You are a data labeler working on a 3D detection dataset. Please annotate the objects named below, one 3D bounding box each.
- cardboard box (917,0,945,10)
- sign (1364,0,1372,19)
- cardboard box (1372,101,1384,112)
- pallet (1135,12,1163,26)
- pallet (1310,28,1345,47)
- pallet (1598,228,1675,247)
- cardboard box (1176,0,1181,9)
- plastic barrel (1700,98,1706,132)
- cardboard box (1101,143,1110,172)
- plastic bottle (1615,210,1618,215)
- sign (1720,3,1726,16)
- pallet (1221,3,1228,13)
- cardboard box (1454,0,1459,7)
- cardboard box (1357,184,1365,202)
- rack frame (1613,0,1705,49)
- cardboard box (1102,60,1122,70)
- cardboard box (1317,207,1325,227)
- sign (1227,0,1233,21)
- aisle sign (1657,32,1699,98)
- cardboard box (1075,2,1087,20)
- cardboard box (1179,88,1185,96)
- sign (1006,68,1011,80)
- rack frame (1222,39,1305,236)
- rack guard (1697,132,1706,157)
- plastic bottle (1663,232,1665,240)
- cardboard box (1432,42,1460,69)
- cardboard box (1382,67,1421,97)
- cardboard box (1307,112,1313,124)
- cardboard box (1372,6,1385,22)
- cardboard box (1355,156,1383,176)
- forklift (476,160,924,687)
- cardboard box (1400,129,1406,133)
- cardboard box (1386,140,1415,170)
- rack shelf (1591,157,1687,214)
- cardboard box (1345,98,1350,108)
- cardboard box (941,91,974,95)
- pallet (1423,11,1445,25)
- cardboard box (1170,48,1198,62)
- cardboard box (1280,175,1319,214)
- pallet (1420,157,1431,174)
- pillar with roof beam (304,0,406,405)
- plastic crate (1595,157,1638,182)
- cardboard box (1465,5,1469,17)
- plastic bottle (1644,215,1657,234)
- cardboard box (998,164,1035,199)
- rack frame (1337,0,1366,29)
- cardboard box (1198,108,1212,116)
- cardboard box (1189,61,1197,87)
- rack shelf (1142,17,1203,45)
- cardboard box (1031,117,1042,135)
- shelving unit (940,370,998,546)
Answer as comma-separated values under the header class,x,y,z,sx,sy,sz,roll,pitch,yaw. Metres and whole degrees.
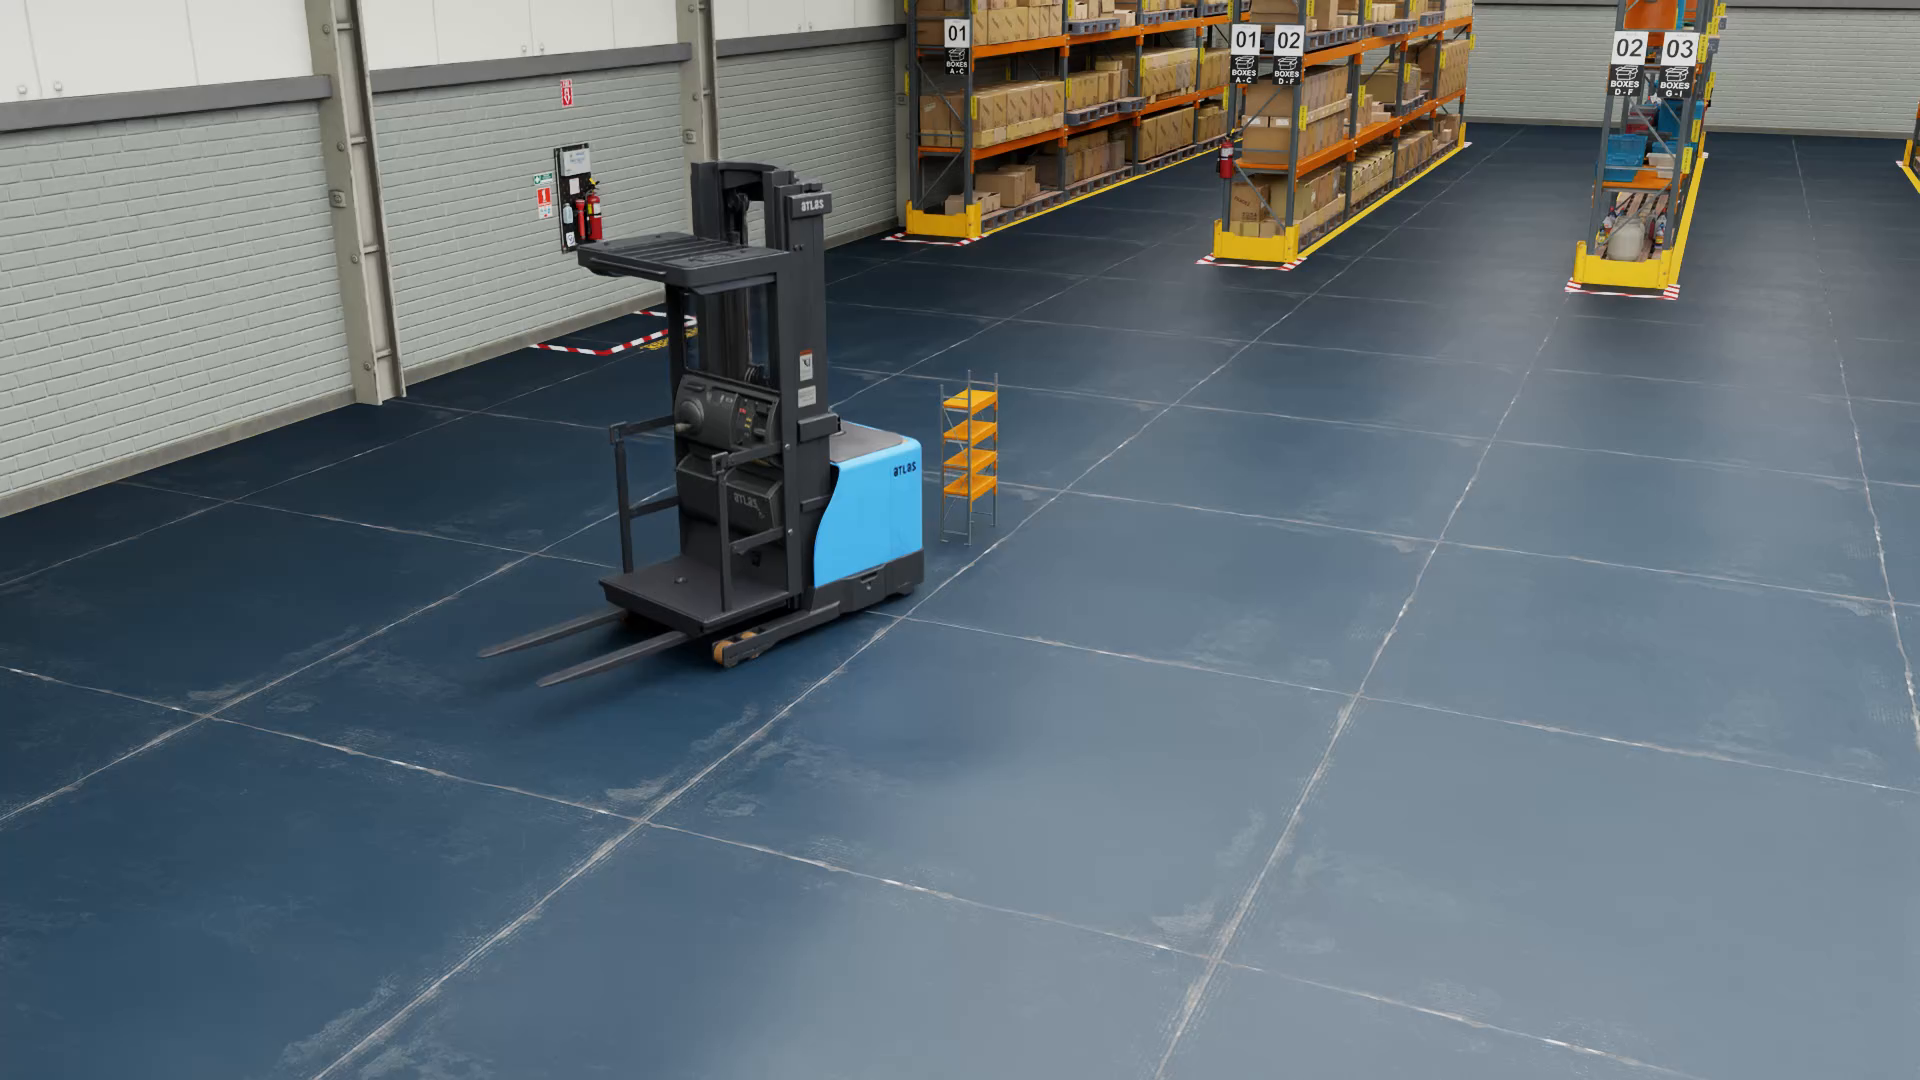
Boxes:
class,x,y,z,sx,sy,sz,roll,pitch,yaw
cardboard box,-0.351,-8.247,25.034,0.500,0.500,0.500,10,22,25
sign,6.377,-8.301,25.967,0.100,0.325,0.005,9,21,23
cardboard box,7.319,-7.758,29.940,0.500,0.311,0.500,10,22,26
pallet,3.202,-10.112,32.232,1.213,0.211,1.003,10,22,25
pallet,5.043,-7.418,24.507,1.003,0.211,1.213,9,21,23
pallet,10.074,-4.488,24.774,1.003,0.211,1.213,9,21,23
cardboard box,4.164,-11.220,34.260,0.700,0.500,0.500,7,21,20
plastic barrel,12.112,-7.105,27.768,0.600,0.536,0.708,9,21,23
cardboard box,2.423,-7.245,31.437,0.700,0.500,0.500,9,21,23
plastic bottle,9.750,-4.786,24.858,0.152,0.276,0.135,9,22,25
sign,15.810,-10.963,34.500,0.100,0.325,0.005,9,21,23
pallet,5.471,-11.798,36.824,1.003,0.211,1.213,9,21,23
cardboard box,9.990,-11.125,34.276,0.500,0.250,0.500,9,21,23
cardboard box,6.472,-5.830,27.863,0.500,0.250,0.500,9,22,24
rack frame,8.749,-7.606,20.425,1.000,3.000,0.127,9,21,23
cardboard box,2.873,-9.034,31.622,0.380,0.149,0.250,6,20,16
cardboard box,5.270,-4.954,25.398,0.500,0.250,0.500,9,21,23
sign,3.743,-7.332,22.928,0.100,0.325,0.005,9,21,23
aisle sign,8.987,-5.942,20.819,0.394,0.787,0.004,9,21,23
cardboard box,1.898,-9.275,29.101,0.500,0.311,0.500,9,22,24
cardboard box,4.461,-9.313,34.525,0.380,0.149,0.250,9,21,23
sign,0.841,-7.982,28.708,0.100,0.325,0.005,9,21,23
rack frame,4.232,-5.460,23.344,1.000,3.000,0.127,9,21,23
rack guard,15.299,-8.501,35.628,1.175,0.500,0.348,9,21,23
plastic bottle,9.998,-4.345,23.729,0.097,0.201,0.097,0,20,0
cardboard box,10.228,-10.225,35.101,0.500,0.500,0.500,9,22,24
cardboard box,8.479,-8.824,32.030,0.700,0.500,0.500,3,20,9
cardboard box,4.903,-6.137,24.131,0.380,0.149,0.250,8,21,22
cardboard box,6.931,-8.963,28.316,0.500,0.250,0.500,8,21,22
cardboard box,7.102,-6.564,29.090,0.500,0.311,0.500,8,21,22
forklift,-1.612,-0.786,10.306,1.130,2.935,3.031,17,26,40
cardboard box,8.725,-8.043,33.682,0.500,0.500,0.500,8,21,20
cardboard box,8.374,-7.348,31.728,0.500,0.500,0.500,8,21,22
rack shelf,9.568,-5.051,23.270,1.077,0.370,4.000,9,21,23
cardboard box,5.954,-6.923,26.341,0.380,0.149,0.250,9,21,23
cardboard box,-0.075,-6.756,26.064,0.500,0.500,0.500,9,21,23
pallet,8.815,-10.263,32.655,1.213,0.211,1.003,9,21,23
cardboard box,4.667,-10.179,34.871,0.500,0.250,0.500,9,22,24
cardboard box,5.050,-5.157,24.849,0.500,0.500,0.500,9,21,23
pallet,8.847,-7.560,33.413,1.003,0.211,1.213,9,21,23
pillar with roof beam,-1.778,-5.039,13.207,9.100,9.000,0.400,9,21,23
plastic crate,8.681,-4.903,22.001,0.499,0.251,0.616,9,21,23
cardboard box,10.599,-11.349,35.651,0.500,0.250,0.500,9,21,23
plastic bottle,10.163,-4.643,24.457,0.152,0.276,0.135,9,21,23
cardboard box,0.961,-6.068,28.128,0.500,0.500,0.500,7,21,19
rack frame,5.870,-9.509,25.777,1.000,3.000,0.127,9,21,23
cardboard box,5.331,-9.427,36.634,0.380,0.149,0.250,9,22,25
cardboard box,4.666,-9.828,35.003,0.500,0.500,0.500,8,21,22
rack shelf,3.806,-10.270,33.466,1.077,0.370,4.000,9,21,23
cardboard box,1.028,-6.806,27.325,0.500,0.250,0.500,8,21,22
shelving unit,0.068,-0.616,12.410,0.258,1.200,0.503,9,21,23
